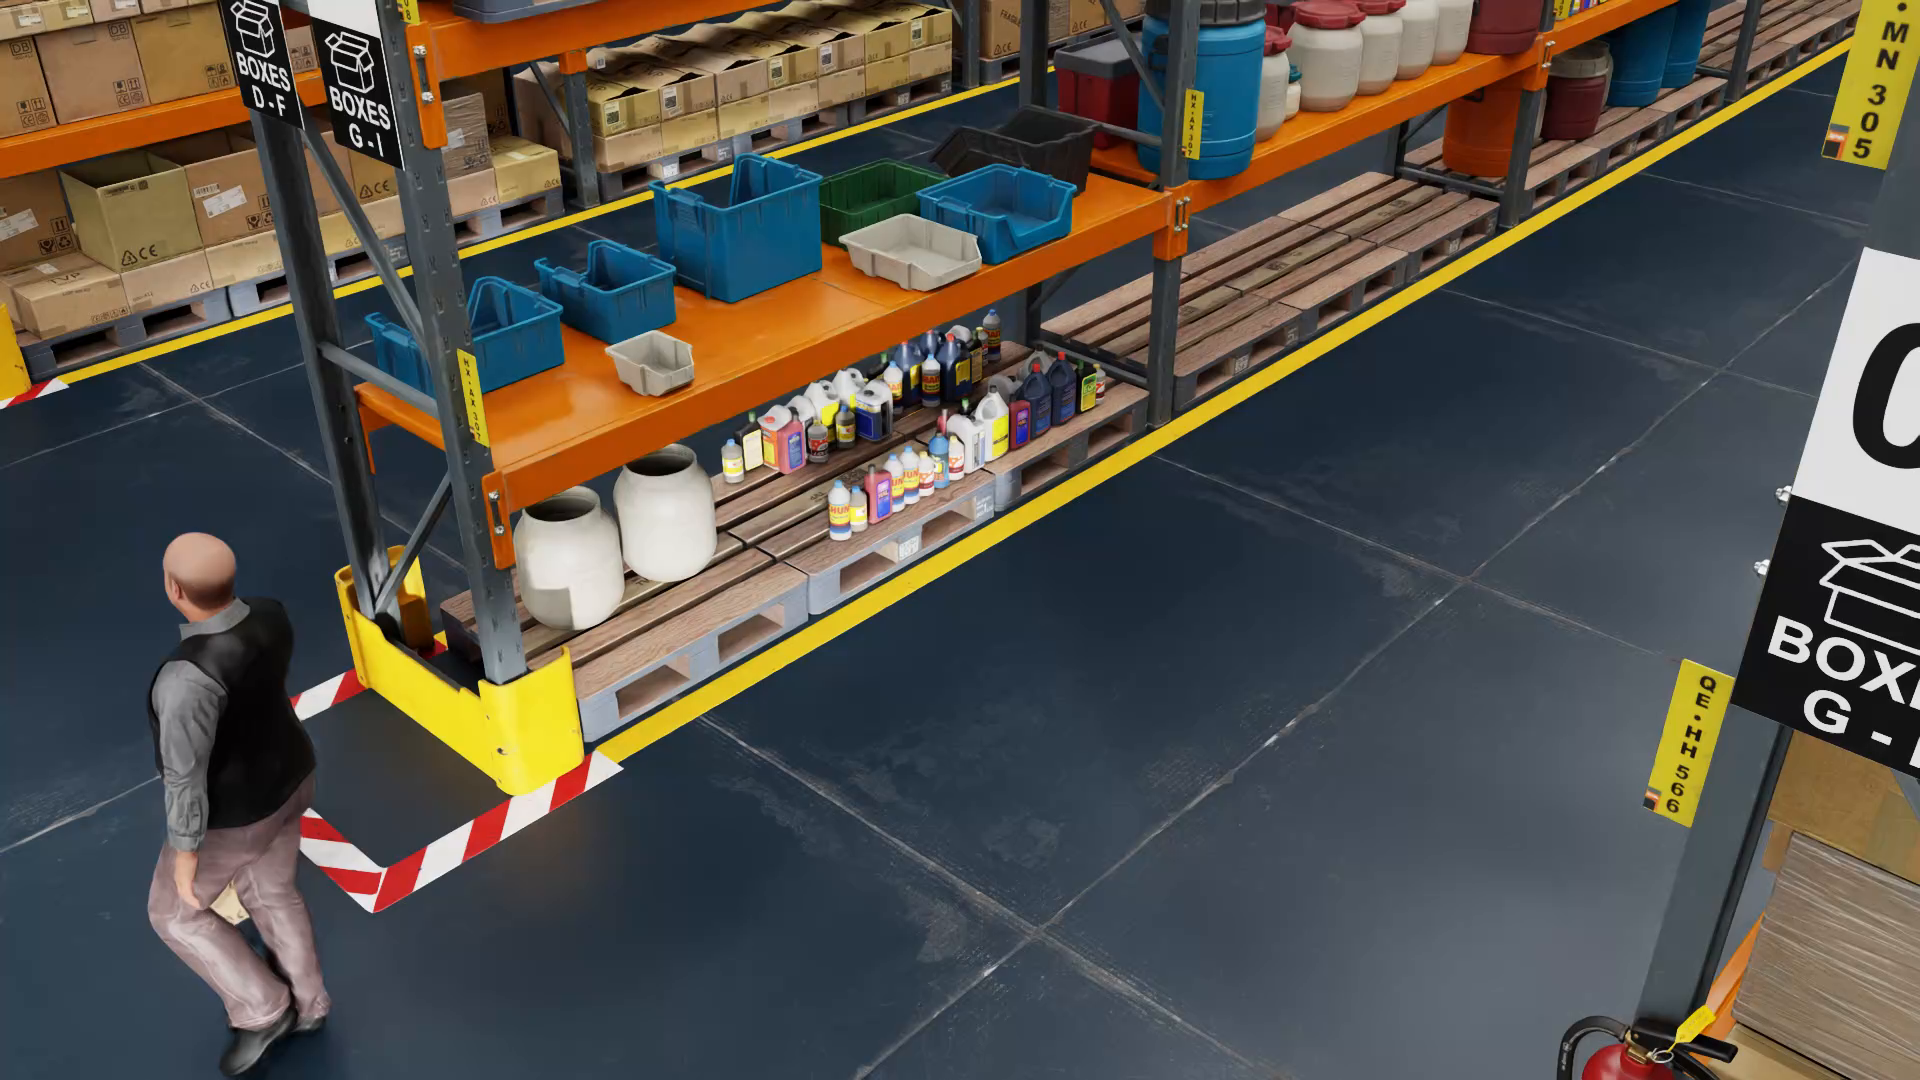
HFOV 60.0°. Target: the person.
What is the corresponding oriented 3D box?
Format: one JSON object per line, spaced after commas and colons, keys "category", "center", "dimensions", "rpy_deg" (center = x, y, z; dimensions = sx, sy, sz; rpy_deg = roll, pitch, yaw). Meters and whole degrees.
{"category": "person", "center": [-2.156, 0.771, 4.870], "dimensions": [0.452, 1.712, 0.639], "rpy_deg": [5, 31, 8]}
